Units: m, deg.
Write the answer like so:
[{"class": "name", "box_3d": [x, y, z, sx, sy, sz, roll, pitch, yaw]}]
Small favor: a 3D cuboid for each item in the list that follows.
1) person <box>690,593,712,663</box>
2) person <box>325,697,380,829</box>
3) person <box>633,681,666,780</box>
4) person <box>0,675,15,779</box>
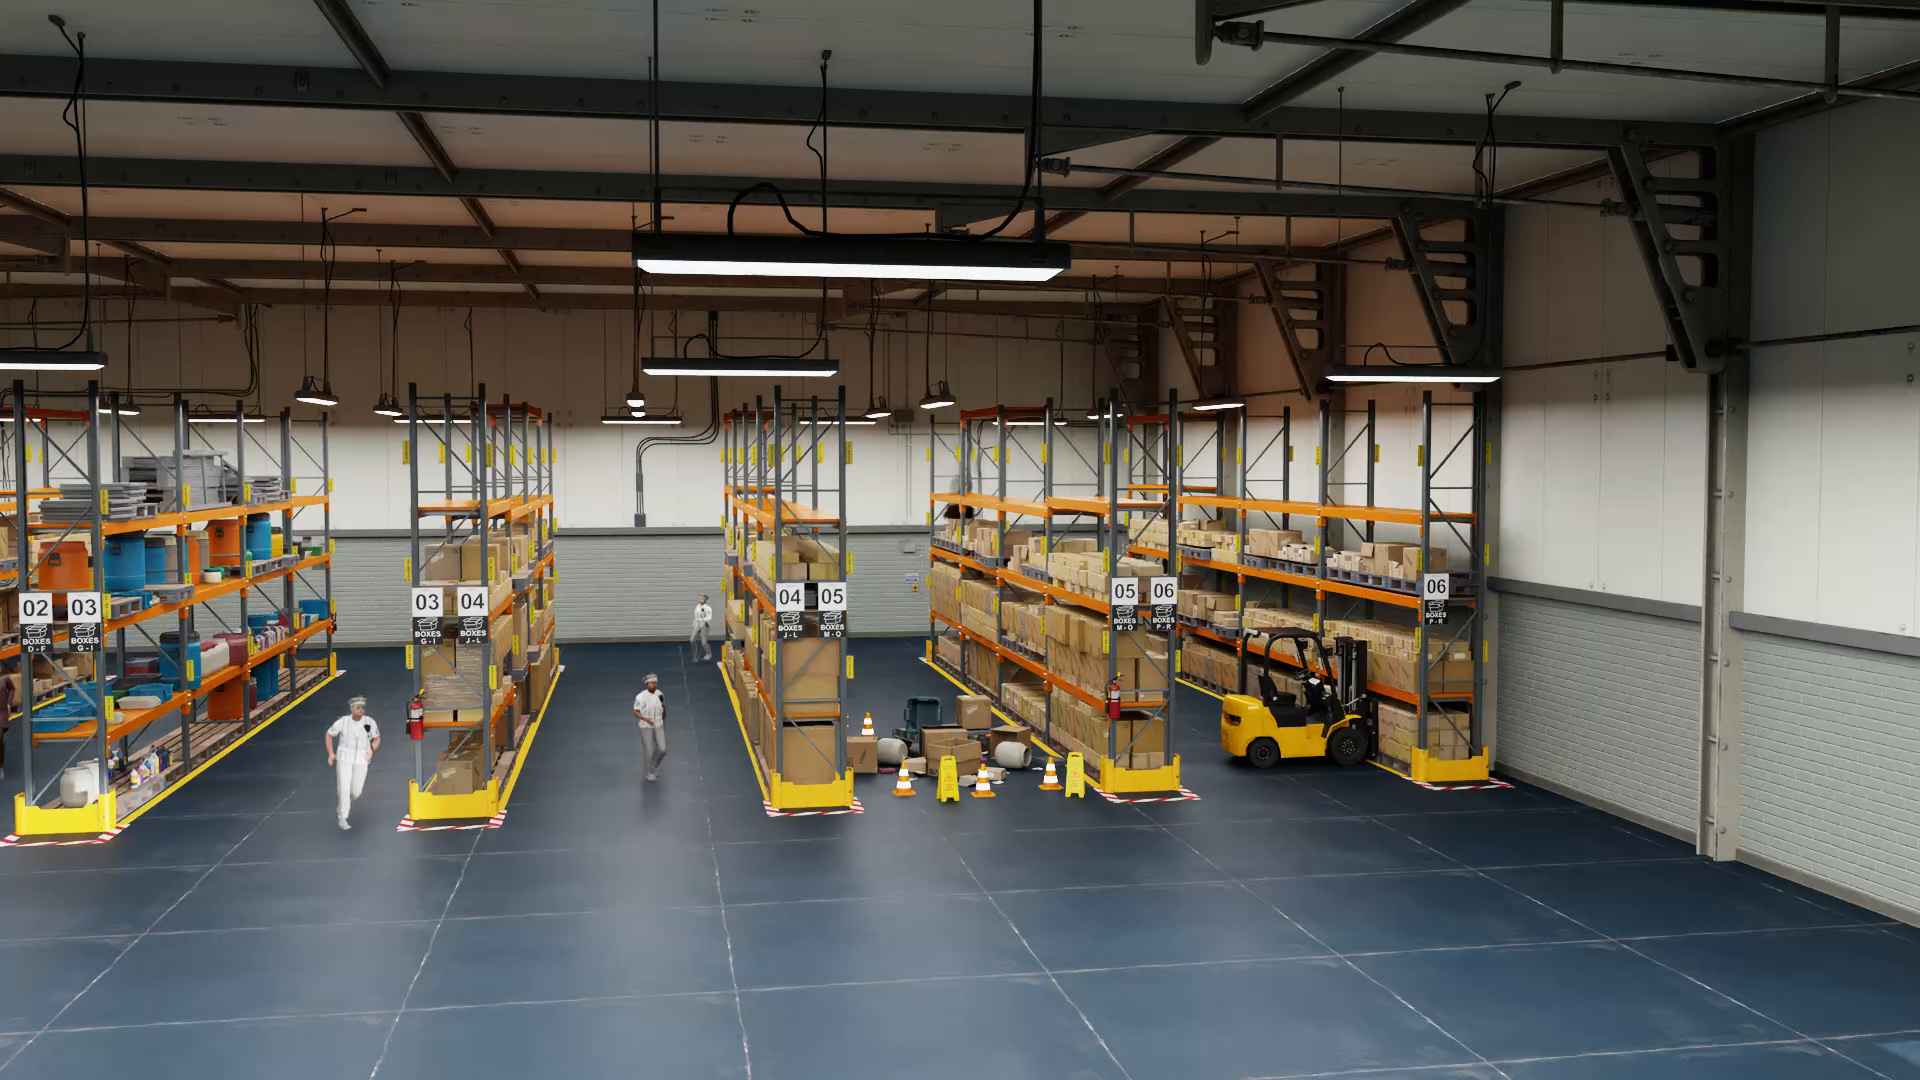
[{"class": "person", "box_3d": [-6.257, 2.150, 40.346, 0.486, 1.743, 0.670, 2, 3, 32]}, {"class": "person", "box_3d": [-8.272, 3.006, 22.684, 0.708, 1.757, 0.745, -2, 3, -29]}, {"class": "person", "box_3d": [-4.722, 2.898, 25.537, 0.575, 1.608, 0.561, -2, 3, -32]}, {"class": "person", "box_3d": [-15.141, 2.810, 25.980, 0.668, 1.855, 0.861, -2, 3, -28]}]
